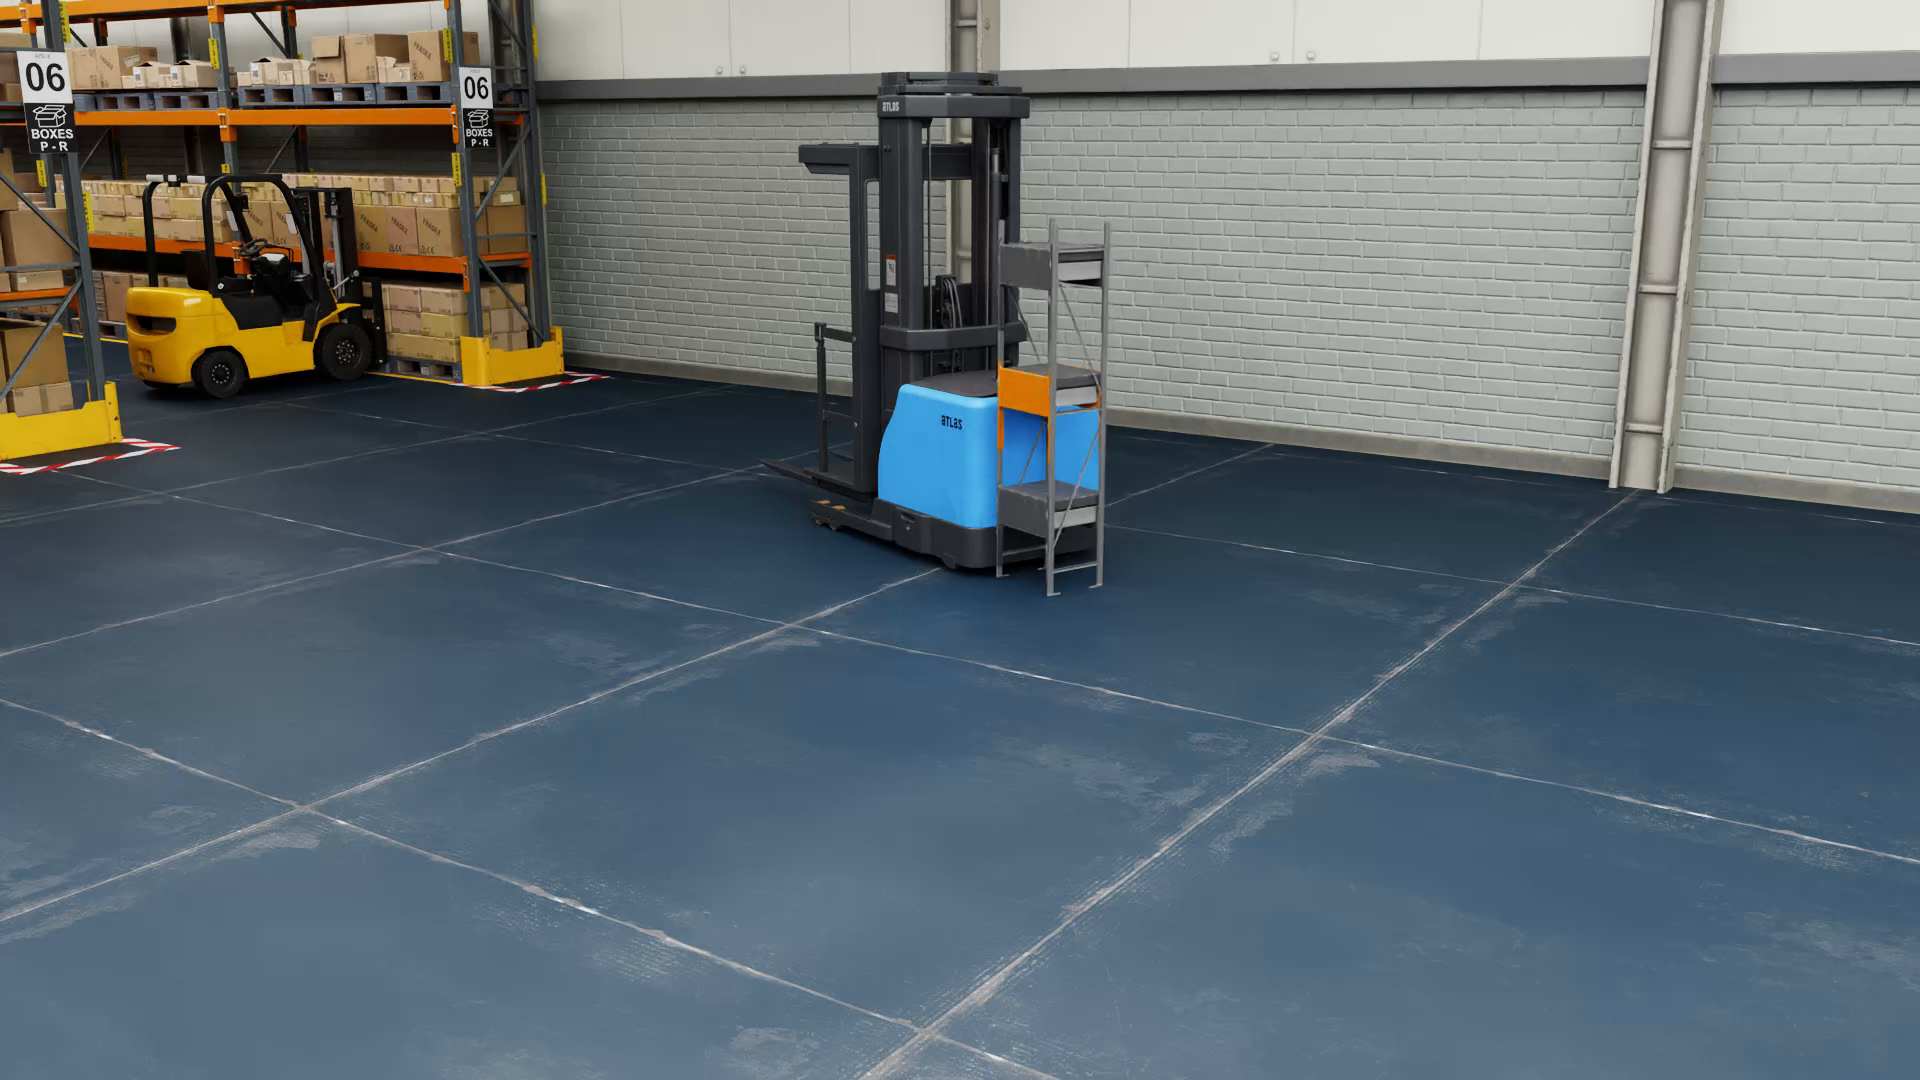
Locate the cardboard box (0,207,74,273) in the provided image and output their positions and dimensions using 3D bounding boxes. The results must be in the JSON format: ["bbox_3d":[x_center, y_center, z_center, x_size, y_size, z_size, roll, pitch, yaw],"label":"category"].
[{"bbox_3d":[-7.796,-2.513,13.904,0.500,0.500,0.500,9,16,32],"label":"cardboard box"}]

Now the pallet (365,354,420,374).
[{"bbox_3d":[-6.456,-2.096,18.849,1.213,0.211,1.003,9,17,33],"label":"pallet"}]

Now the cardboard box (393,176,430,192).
[{"bbox_3d":[-5.824,-3.810,17.794,0.250,0.149,0.380,9,17,33],"label":"cardboard box"}]

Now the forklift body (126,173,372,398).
[{"bbox_3d":[-7.382,-2.670,17.132,1.214,2.155,2.313,9,17,33],"label":"forklift body"}]

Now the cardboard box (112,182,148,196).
[{"bbox_3d":[-10.252,-4.355,20.615,0.250,0.149,0.380,10,17,34],"label":"cardboard box"}]

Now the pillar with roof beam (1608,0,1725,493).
[{"bbox_3d":[2.690,-3.909,7.886,0.400,9.000,9.100,9,17,33],"label":"pillar with roof beam"}]

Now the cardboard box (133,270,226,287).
[{"bbox_3d":[-9.813,-3.052,20.980,0.625,0.625,0.875,8,16,31],"label":"cardboard box"}]

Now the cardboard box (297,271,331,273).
[{"bbox_3d":[-7.593,-3.055,19.688,0.500,0.250,0.500,10,17,34],"label":"cardboard box"}]

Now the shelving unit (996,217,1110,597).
[{"bbox_3d":[0.524,-0.769,9.559,0.431,2.100,0.503,-10,17,-34],"label":"shelving unit"}]

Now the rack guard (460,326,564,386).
[{"bbox_3d":[-4.770,-1.975,17.759,0.348,0.500,1.175,9,17,33],"label":"rack guard"}]

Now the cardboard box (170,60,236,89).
[{"bbox_3d":[-8.846,-5.441,19.422,0.500,0.311,0.500,9,16,31],"label":"cardboard box"}]

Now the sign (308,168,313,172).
[{"bbox_3d":[-7.801,-4.297,19.973,0.005,0.325,0.100,9,17,33],"label":"sign"}]

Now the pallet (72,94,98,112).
[{"bbox_3d":[-10.815,-5.555,21.172,1.003,0.211,1.213,10,17,35],"label":"pallet"}]

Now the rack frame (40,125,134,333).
[{"bbox_3d":[-11.428,-4.264,21.806,0.127,3.000,1.000,9,17,33],"label":"rack frame"}]

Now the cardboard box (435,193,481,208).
[{"bbox_3d":[-5.234,-3.545,17.344,0.250,0.149,0.380,9,17,34],"label":"cardboard box"}]

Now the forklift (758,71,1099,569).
[{"bbox_3d":[-0.359,-1.547,10.974,1.130,2.935,3.031,-9,17,-34],"label":"forklift"}]

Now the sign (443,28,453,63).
[{"bbox_3d":[-5.105,-4.932,16.585,0.005,0.325,0.100,9,17,33],"label":"sign"}]

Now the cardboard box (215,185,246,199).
[{"bbox_3d":[-8.517,-4.092,19.555,0.250,0.149,0.380,10,17,35],"label":"cardboard box"}]

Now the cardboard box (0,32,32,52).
[{"bbox_3d":[-7.738,-4.010,13.402,0.250,0.149,0.380,9,17,32],"label":"cardboard box"}]

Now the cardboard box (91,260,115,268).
[{"bbox_3d":[-11.687,-3.701,22.511,0.250,0.149,0.380,10,17,36],"label":"cardboard box"}]

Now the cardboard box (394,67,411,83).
[{"bbox_3d":[-5.647,-4.828,17.283,0.250,0.149,0.380,9,16,31],"label":"cardboard box"}]

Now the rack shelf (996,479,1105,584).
[{"bbox_3d":[0.524,-0.077,9.732,0.431,0.518,0.480,-10,17,-34],"label":"rack shelf"}]

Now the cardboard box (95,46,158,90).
[{"bbox_3d":[-10.119,-5.739,20.231,0.500,0.500,0.500,10,17,34],"label":"cardboard box"}]

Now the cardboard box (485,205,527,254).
[{"bbox_3d":[-5.046,-3.361,17.952,0.500,0.500,0.500,10,17,35],"label":"cardboard box"}]

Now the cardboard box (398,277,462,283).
[{"bbox_3d":[-5.909,-2.783,18.592,0.500,0.250,0.500,9,17,32],"label":"cardboard box"}]

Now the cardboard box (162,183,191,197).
[{"bbox_3d":[-9.389,-4.223,20.083,0.250,0.149,0.380,9,16,31],"label":"cardboard box"}]

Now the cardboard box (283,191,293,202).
[{"bbox_3d":[-7.381,-3.884,18.713,0.250,0.149,0.380,10,17,34],"label":"cardboard box"}]

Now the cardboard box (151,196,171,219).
[{"bbox_3d":[-9.511,-4.050,20.211,0.500,0.250,0.500,10,17,34],"label":"cardboard box"}]

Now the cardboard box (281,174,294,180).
[{"bbox_3d":[-7.527,-4.084,18.902,0.250,0.149,0.380,9,16,32],"label":"cardboard box"}]

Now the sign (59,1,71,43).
[{"bbox_3d":[-7.255,-4.189,13.443,0.005,0.325,0.100,9,17,33],"label":"sign"}]

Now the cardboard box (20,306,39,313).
[{"bbox_3d":[-12.309,-3.337,22.391,0.500,0.500,0.500,9,16,32],"label":"cardboard box"}]

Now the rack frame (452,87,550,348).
[{"bbox_3d":[-4.790,-3.191,17.472,0.127,3.000,1.000,9,17,33],"label":"rack frame"}]

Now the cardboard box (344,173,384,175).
[{"bbox_3d":[-6.817,-4.118,19.040,0.250,0.149,0.380,9,16,32],"label":"cardboard box"}]

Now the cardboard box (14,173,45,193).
[{"bbox_3d":[-12.886,-4.700,22.478,0.637,0.503,0.797,9,16,32],"label":"cardboard box"}]

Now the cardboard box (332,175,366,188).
[{"bbox_3d":[-6.681,-3.947,18.347,0.250,0.149,0.380,9,17,33],"label":"cardboard box"}]

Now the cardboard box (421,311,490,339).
[{"bbox_3d":[-5.369,-2.306,17.704,0.500,0.250,0.500,9,16,32],"label":"cardboard box"}]

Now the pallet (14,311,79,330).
[{"bbox_3d":[-12.027,-3.018,22.576,1.213,0.211,1.003,9,17,33],"label":"pallet"}]

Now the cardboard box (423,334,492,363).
[{"bbox_3d":[-5.356,-2.060,17.752,0.500,0.250,0.500,9,17,33],"label":"cardboard box"}]

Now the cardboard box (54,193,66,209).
[{"bbox_3d":[-11.211,-4.321,21.306,0.500,0.250,0.500,9,17,33],"label":"cardboard box"}]

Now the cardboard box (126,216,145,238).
[{"bbox_3d":[-9.921,-3.877,20.554,0.500,0.250,0.500,10,17,35],"label":"cardboard box"}]

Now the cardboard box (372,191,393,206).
[{"bbox_3d":[-6.091,-3.682,17.898,0.250,0.149,0.380,9,16,31],"label":"cardboard box"}]

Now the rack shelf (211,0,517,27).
[{"bbox_3d":[-6.450,-5.828,17.969,4.000,0.370,1.077,9,17,33],"label":"rack shelf"}]

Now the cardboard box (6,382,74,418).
[{"bbox_3d":[-8.072,-1.233,14.411,0.500,0.250,0.500,9,17,32],"label":"cardboard box"}]

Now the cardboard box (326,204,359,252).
[{"bbox_3d":[-6.619,-3.459,18.344,0.500,0.500,0.500,9,17,33],"label":"cardboard box"}]

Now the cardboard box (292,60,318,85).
[{"bbox_3d":[-7.047,-5.111,18.183,0.258,0.266,0.396,9,16,31],"label":"cardboard box"}]

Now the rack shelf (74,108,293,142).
[{"bbox_3d":[-9.769,-5.103,20.448,4.000,0.370,1.077,9,17,33],"label":"rack shelf"}]

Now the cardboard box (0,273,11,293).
[{"bbox_3d":[-7.987,-2.086,13.532,0.250,0.149,0.380,10,17,35],"label":"cardboard box"}]

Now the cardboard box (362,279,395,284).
[{"bbox_3d":[-6.614,-2.748,18.448,0.500,0.250,0.500,9,16,32],"label":"cardboard box"}]
